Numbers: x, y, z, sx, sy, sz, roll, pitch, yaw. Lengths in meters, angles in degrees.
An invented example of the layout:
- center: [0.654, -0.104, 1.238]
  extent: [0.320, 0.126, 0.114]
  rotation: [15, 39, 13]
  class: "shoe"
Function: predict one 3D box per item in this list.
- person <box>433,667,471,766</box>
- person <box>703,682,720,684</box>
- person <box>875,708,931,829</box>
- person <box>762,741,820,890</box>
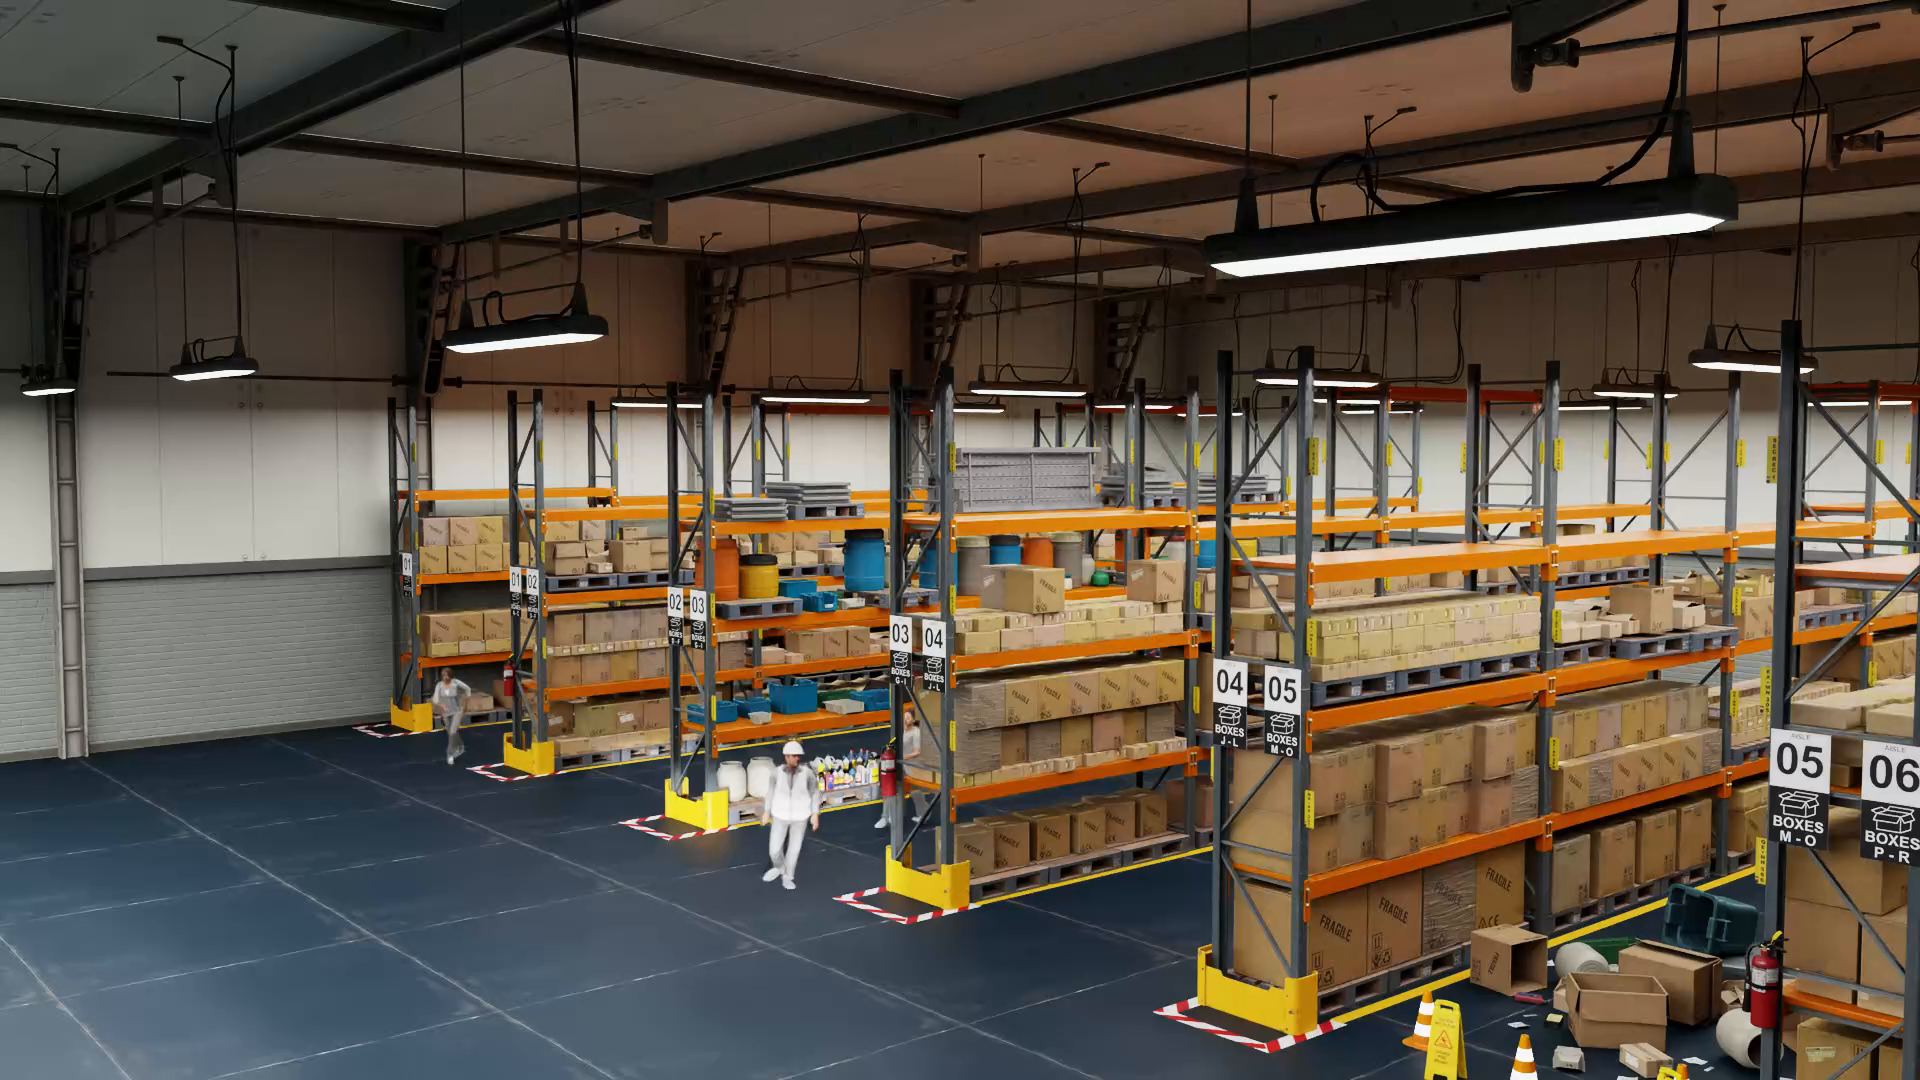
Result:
- center: [-8.187, 2.822, 26.874]
  extent: [0.527, 1.591, 0.733]
  rotation: [0, 3, 6]
  class: "person"
- center: [-4.623, 2.506, 30.872]
  extent: [0.700, 1.763, 0.952]
  rotation: [2, 4, 31]
  class: "person"
- center: [-0.672, 3.034, 22.168]
  extent: [0.802, 1.638, 0.637]
  rotation: [-3, 4, -41]
  class: "person"
- center: [-1.945, 3.175, 19.173]
  extent: [0.667, 1.747, 0.538]
  rotation: [0, 3, -7]
  class: "person"
